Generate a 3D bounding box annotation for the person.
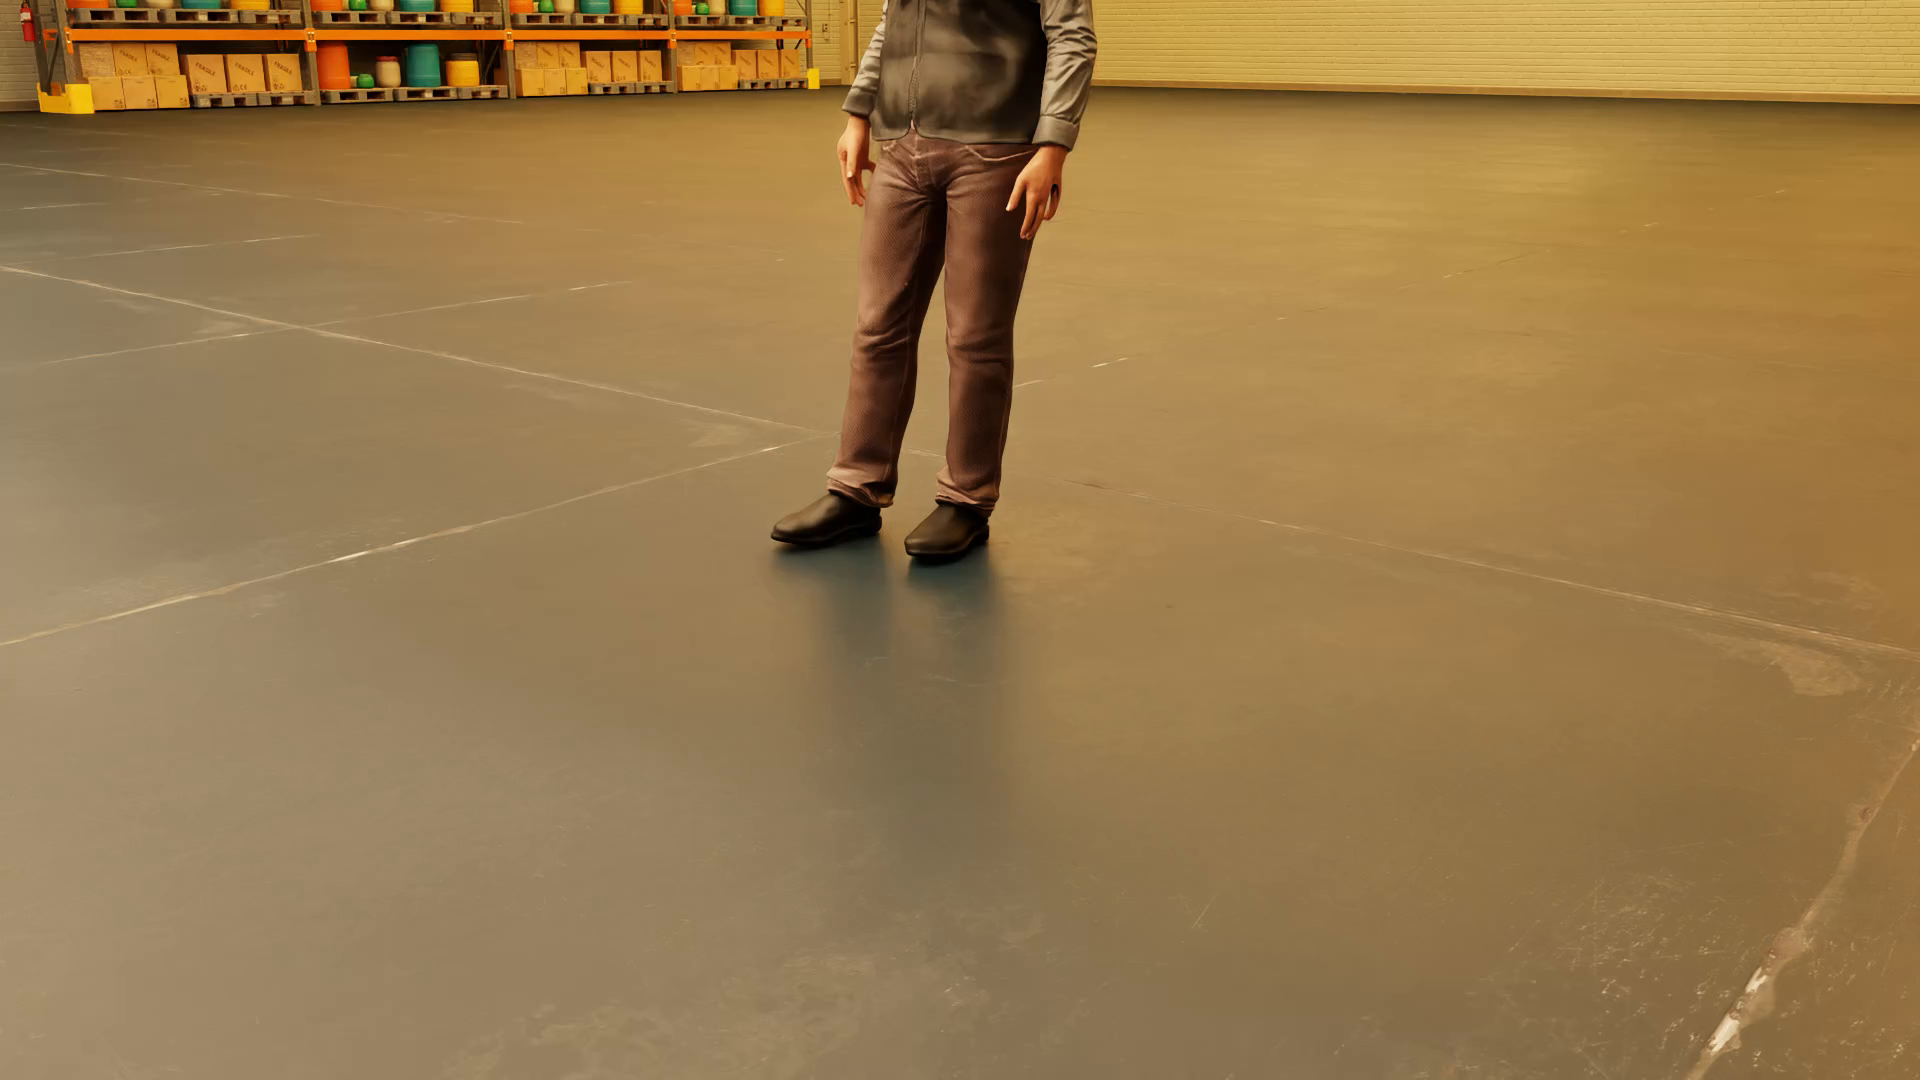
[{"bbox_3d":[-0.046,-0.818,3.648,0.633,1.722,0.566,13,21,37],"label":"person"}]
